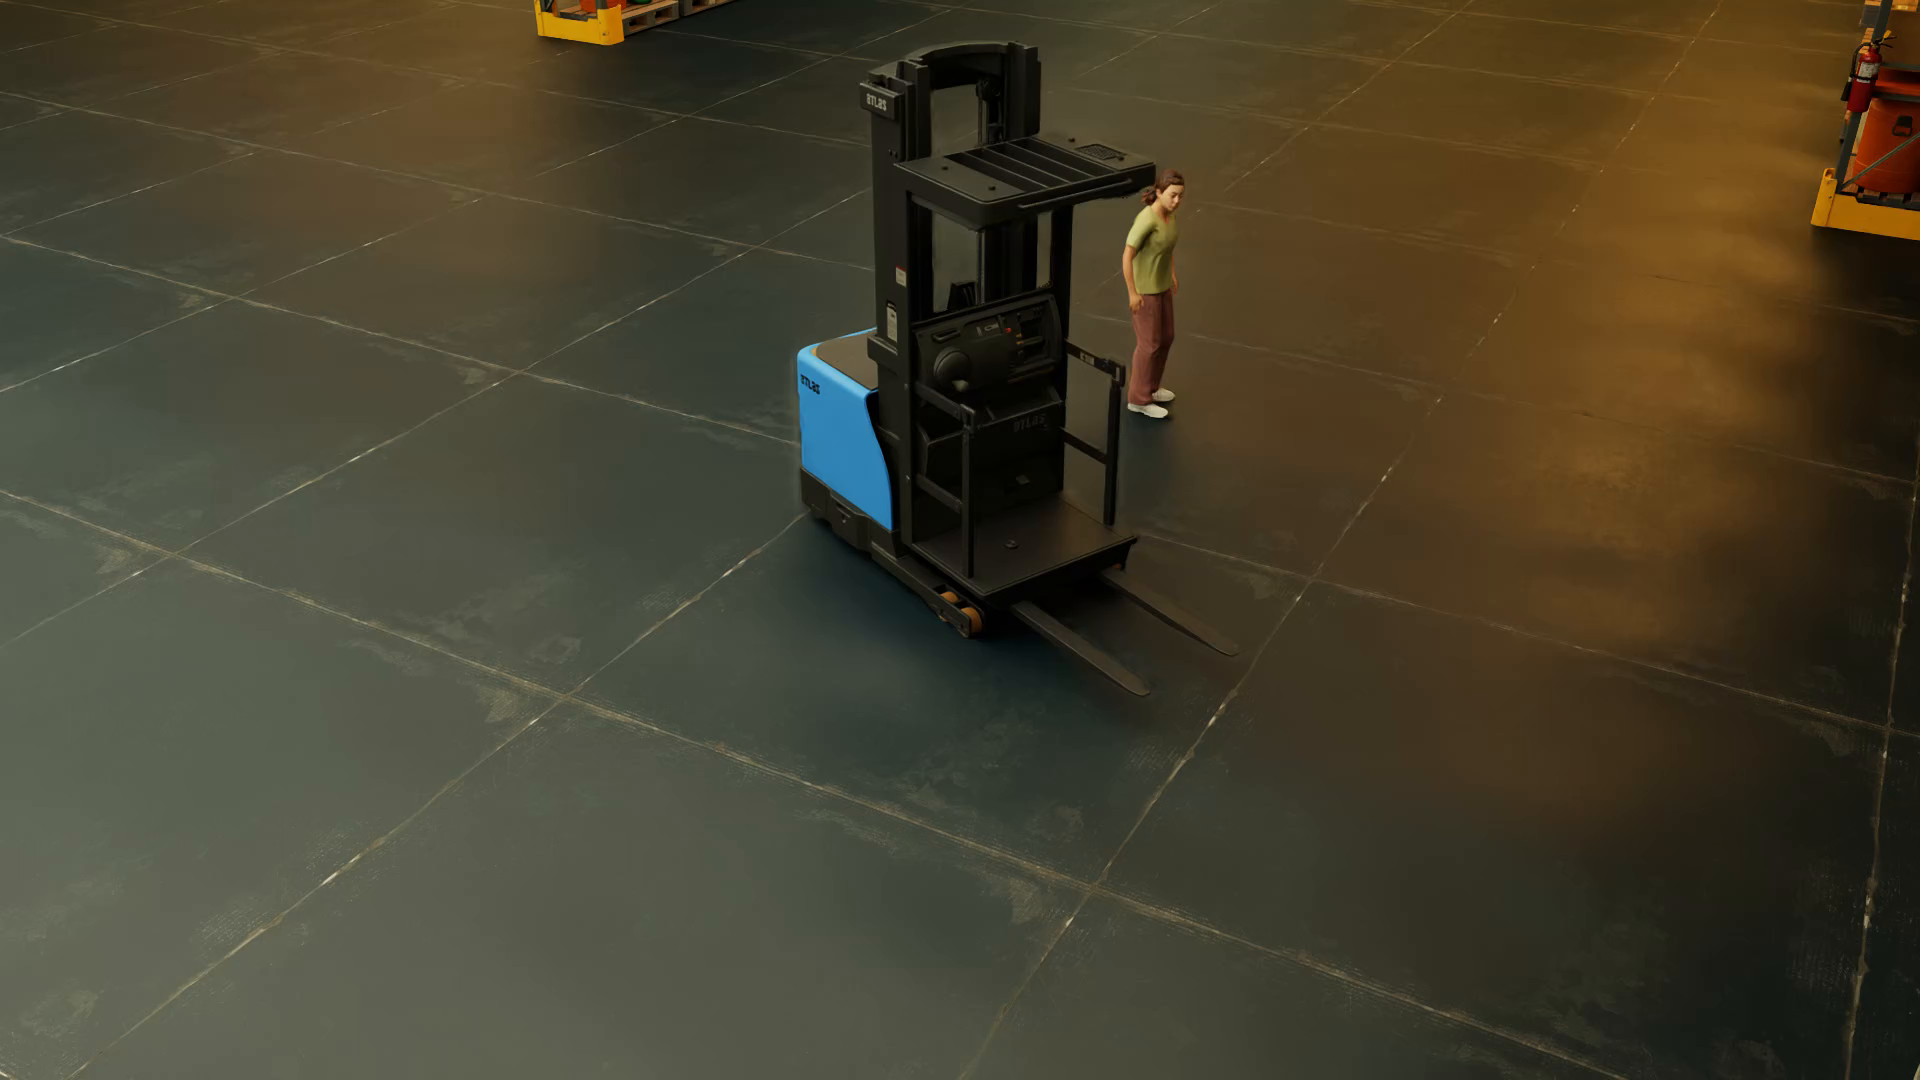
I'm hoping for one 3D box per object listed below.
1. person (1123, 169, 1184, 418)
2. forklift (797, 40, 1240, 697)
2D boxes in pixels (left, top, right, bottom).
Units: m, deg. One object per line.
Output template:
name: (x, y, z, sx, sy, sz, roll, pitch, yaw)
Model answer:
person: (1.341, -1.676, 11.240, 0.405, 1.667, 0.592, 18, 35, 28)
forklift: (0.288, -1.014, 8.828, 1.130, 2.935, 3.031, -20, 35, -30)
